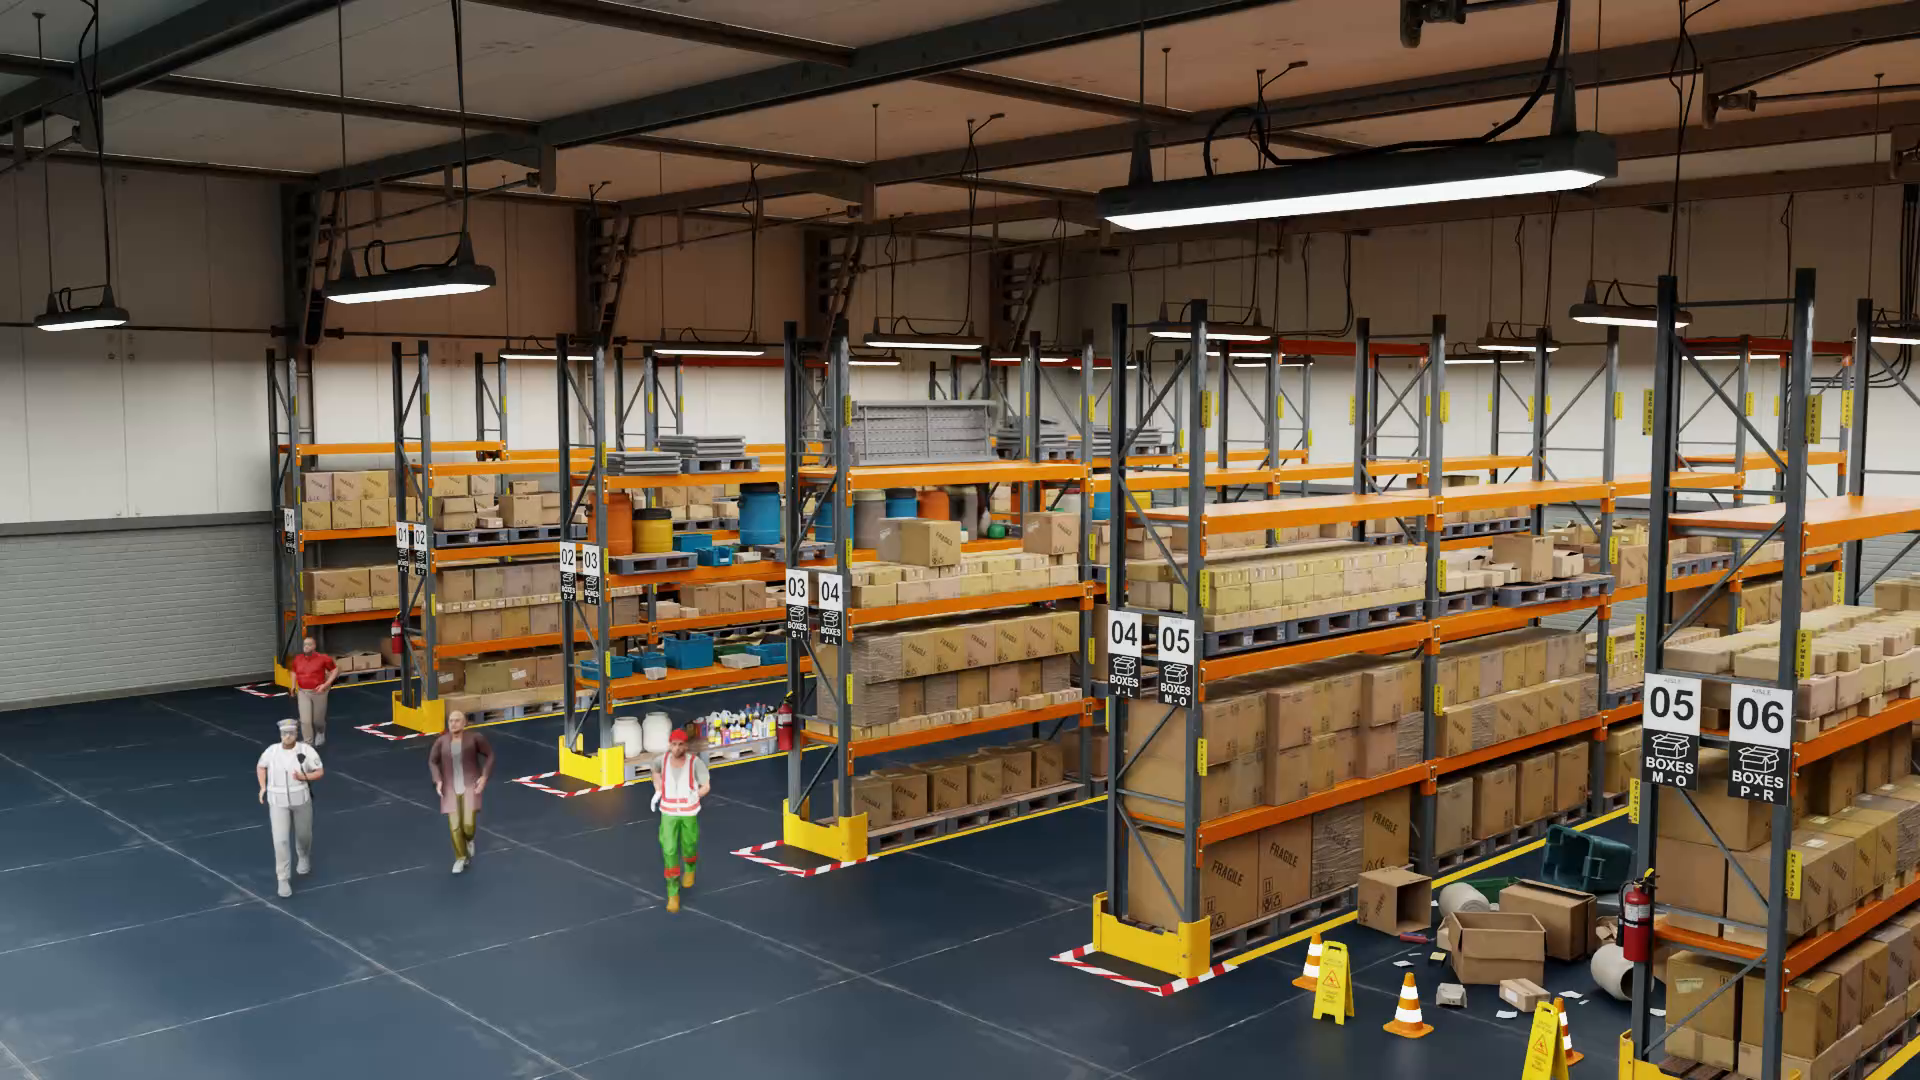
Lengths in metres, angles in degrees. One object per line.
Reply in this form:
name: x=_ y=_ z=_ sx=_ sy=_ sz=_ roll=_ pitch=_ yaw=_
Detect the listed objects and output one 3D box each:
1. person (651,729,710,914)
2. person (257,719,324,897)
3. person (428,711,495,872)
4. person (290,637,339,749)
person: x=-2.858 y=2.802 z=17.022 sx=0.606 sy=1.808 sz=0.969 roll=0 pitch=5 yaw=-5
person: x=-7.028 y=2.745 z=17.470 sx=0.660 sy=1.772 sz=0.986 roll=-2 pitch=5 yaw=-20
person: x=-5.460 y=2.736 z=18.197 sx=0.711 sy=1.736 sz=0.600 roll=-1 pitch=5 yaw=-7
person: x=-9.272 y=2.246 z=23.897 sx=0.676 sy=1.746 sz=0.831 roll=-1 pitch=5 yaw=-7
